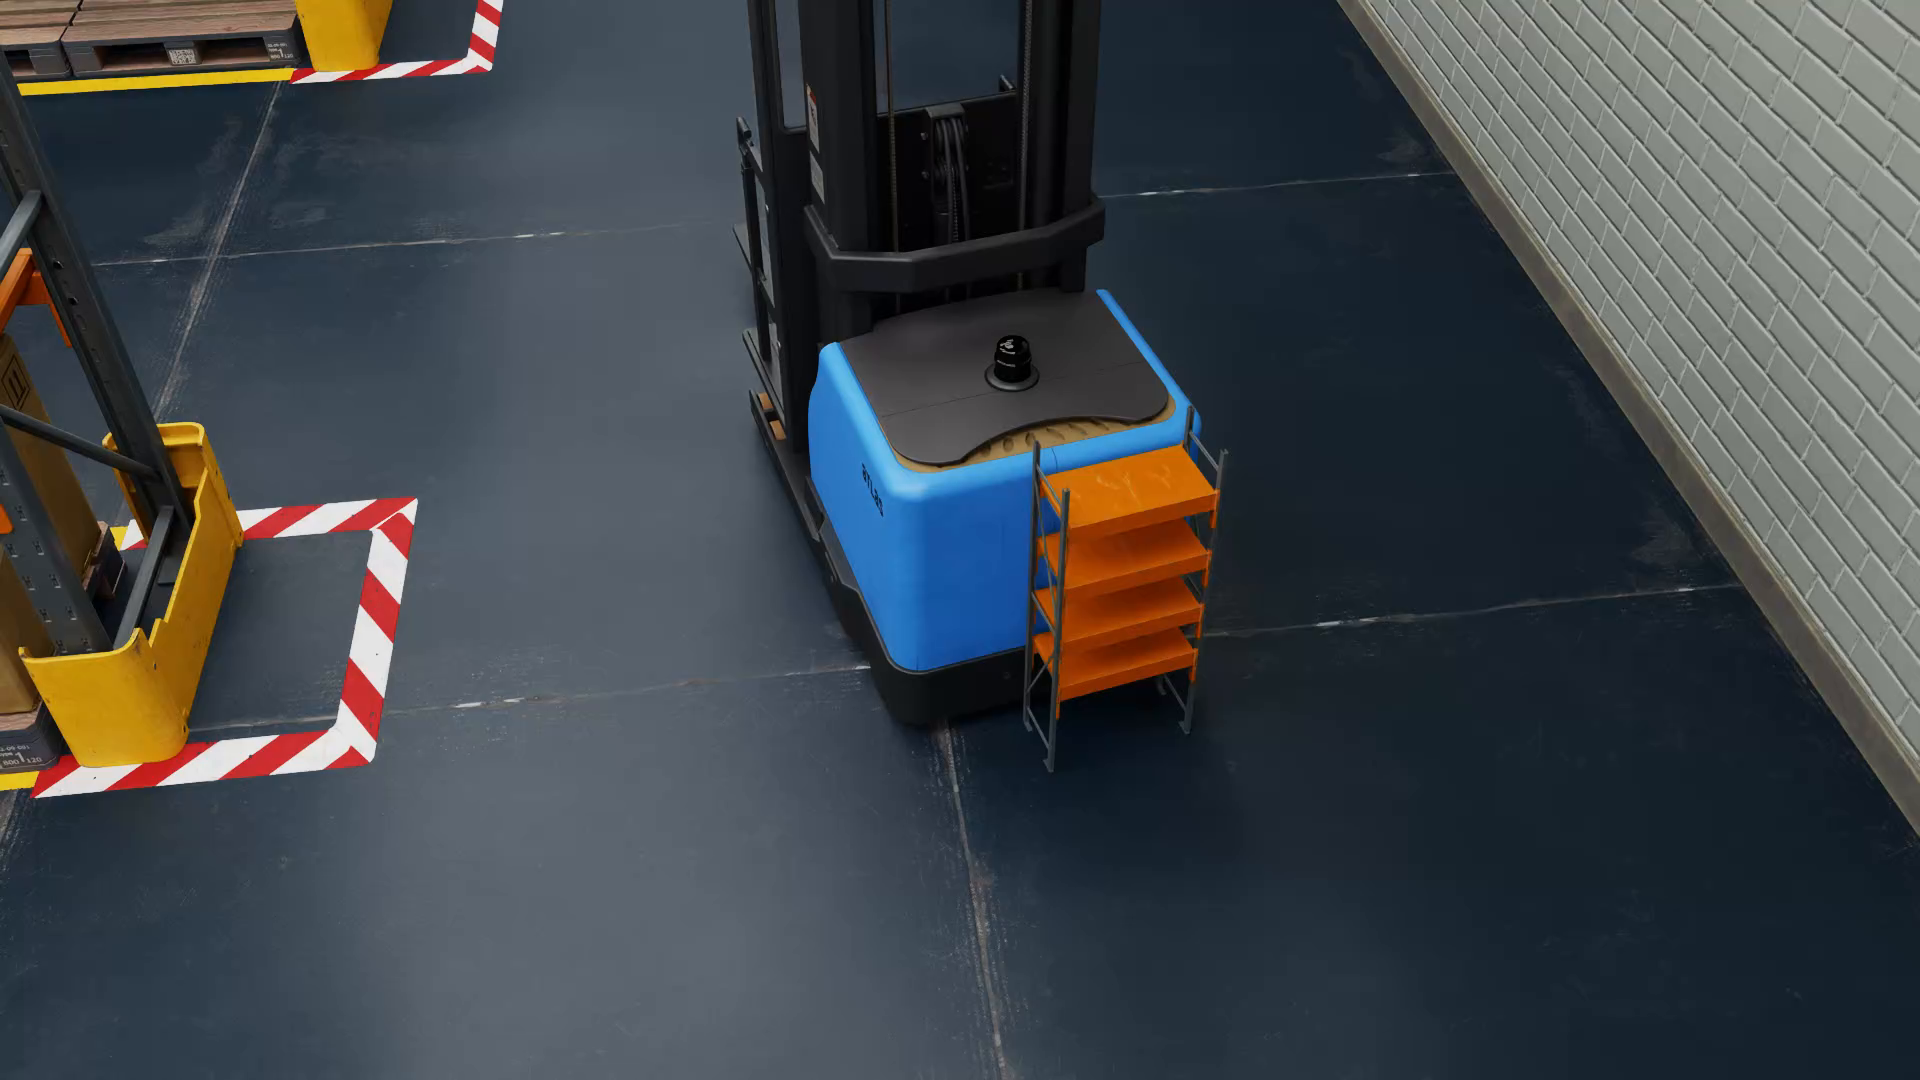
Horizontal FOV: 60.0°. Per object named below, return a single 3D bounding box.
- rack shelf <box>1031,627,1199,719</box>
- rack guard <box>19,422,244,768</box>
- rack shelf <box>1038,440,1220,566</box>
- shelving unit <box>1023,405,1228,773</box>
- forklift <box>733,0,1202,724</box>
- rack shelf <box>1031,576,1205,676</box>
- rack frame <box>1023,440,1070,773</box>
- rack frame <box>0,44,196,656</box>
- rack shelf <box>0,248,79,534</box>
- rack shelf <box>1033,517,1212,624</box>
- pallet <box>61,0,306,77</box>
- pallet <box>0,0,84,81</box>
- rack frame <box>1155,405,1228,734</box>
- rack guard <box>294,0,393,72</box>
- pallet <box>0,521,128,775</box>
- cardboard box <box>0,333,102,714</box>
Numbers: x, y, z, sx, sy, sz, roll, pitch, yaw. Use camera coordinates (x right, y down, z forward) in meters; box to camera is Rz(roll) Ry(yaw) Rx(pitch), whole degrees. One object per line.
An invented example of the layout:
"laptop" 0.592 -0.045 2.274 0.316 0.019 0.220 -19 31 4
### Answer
"rack shelf" 0.488 0.377 5.333 0.480 0.148 0.258 -14 44 -15
"rack guard" -2.800 0.161 5.699 0.348 0.500 1.175 -5 42 -6
"rack shelf" 0.488 -0.112 4.892 0.480 0.148 0.258 -14 44 -15
"shelving unit" 0.488 0.179 5.155 0.503 1.200 0.258 -14 44 -15
"forklift" -0.206 -1.482 5.705 1.130 2.935 3.031 -13 44 -14
"rack shelf" 0.488 0.229 5.200 0.480 0.148 0.258 -14 44 -15
"rack frame" 0.258 0.235 5.094 0.015 1.200 0.240 -14 44 -15
"rack frame" -2.824 -0.765 4.859 0.127 3.000 1.000 -5 42 -6
"rack shelf" -4.807 -0.325 4.907 4.000 0.370 1.077 -5 42 -6
"rack shelf" 0.488 0.063 5.050 0.480 0.148 0.258 -14 44 -15
"pallet" -4.289 -2.974 9.389 1.213 0.211 1.003 -5 42 -6
"pallet" -5.496 -2.870 9.274 1.213 0.211 1.003 -5 42 -6
"rack frame" 0.717 0.124 5.217 0.015 1.200 0.240 -14 44 -15
"rack guard" -3.444 -3.137 9.355 0.348 0.500 1.175 -5 42 -6
"pallet" -3.607 0.391 5.658 1.213 0.211 1.003 -5 42 -6
"cardboard box" -3.448 -0.024 5.310 0.875 0.875 0.875 -5 42 -6
